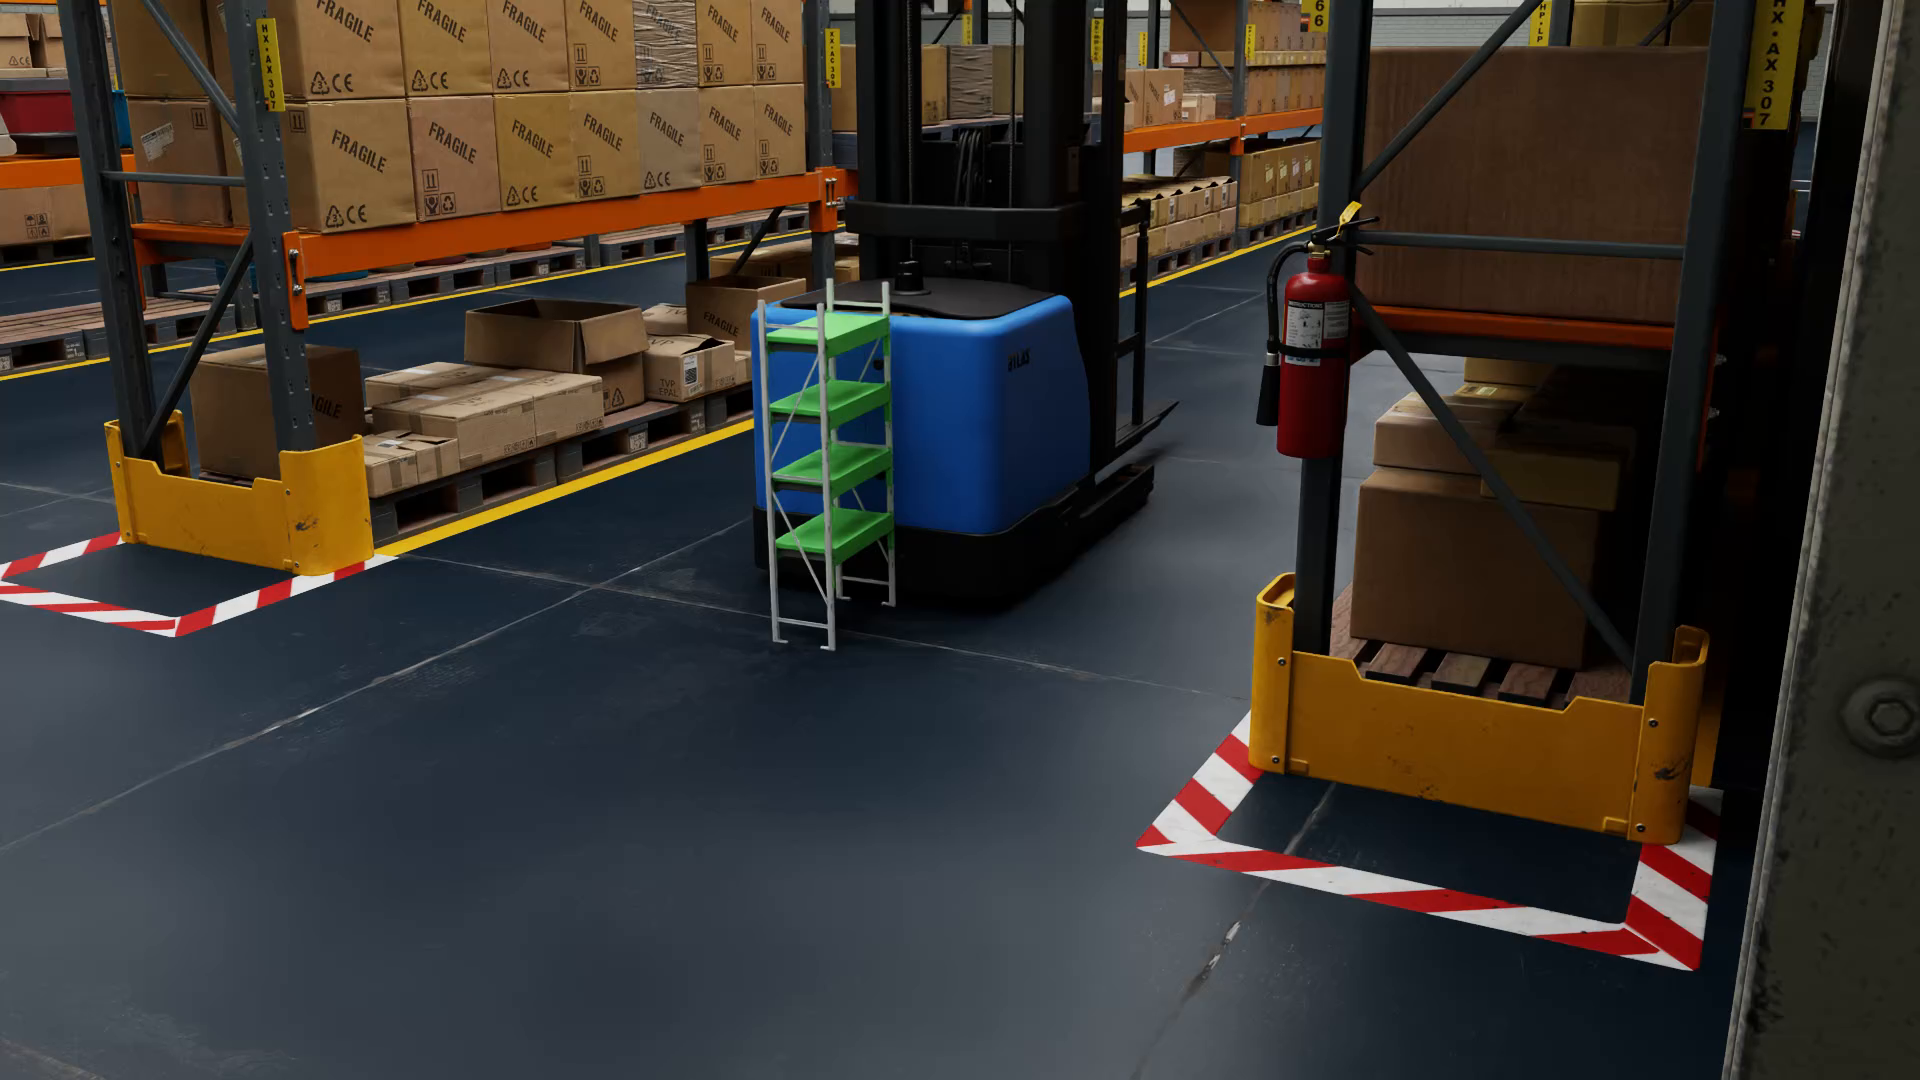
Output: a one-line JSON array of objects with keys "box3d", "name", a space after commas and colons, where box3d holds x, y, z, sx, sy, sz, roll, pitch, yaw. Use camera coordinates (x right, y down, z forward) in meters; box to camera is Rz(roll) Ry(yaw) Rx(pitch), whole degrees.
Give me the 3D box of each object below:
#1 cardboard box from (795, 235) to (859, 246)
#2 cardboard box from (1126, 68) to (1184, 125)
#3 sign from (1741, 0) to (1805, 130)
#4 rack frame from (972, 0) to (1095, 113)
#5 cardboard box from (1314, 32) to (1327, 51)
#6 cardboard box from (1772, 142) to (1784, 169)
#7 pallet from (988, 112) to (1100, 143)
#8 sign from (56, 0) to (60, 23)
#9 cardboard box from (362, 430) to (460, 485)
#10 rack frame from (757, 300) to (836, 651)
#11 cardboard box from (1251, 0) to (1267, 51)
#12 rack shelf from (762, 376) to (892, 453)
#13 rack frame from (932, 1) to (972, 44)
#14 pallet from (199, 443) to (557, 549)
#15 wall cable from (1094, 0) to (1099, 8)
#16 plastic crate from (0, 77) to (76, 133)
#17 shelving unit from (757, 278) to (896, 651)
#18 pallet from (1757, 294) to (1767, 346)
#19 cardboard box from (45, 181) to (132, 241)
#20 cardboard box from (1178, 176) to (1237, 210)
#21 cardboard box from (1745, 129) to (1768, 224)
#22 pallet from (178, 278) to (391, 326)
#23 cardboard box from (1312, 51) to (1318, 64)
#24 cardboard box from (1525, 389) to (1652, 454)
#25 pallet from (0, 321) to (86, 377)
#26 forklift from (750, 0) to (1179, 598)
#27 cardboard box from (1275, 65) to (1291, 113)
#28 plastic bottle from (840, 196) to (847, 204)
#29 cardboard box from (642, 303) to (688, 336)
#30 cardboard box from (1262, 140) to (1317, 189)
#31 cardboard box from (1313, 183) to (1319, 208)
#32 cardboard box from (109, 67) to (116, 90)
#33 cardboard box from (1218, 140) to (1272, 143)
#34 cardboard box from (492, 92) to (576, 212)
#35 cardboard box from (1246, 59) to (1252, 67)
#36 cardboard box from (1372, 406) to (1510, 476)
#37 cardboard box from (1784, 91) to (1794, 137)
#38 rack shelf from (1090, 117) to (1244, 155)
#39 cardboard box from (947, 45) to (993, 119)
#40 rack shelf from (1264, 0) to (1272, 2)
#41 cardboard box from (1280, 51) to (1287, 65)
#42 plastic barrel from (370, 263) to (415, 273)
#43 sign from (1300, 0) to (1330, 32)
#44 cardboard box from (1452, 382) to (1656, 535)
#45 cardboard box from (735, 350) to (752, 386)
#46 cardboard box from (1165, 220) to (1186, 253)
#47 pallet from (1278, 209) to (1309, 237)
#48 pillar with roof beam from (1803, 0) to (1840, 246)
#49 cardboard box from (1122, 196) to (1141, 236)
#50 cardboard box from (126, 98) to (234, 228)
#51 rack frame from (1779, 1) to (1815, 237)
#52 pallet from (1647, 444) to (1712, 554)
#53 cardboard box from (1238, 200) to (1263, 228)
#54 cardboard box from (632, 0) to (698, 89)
[{"box3d": [-0.801, -1.833, 11.546, 0.500, 0.500, 0.500, 8, 18, 26], "name": "cardboard box"}, {"box3d": [1.764, -4.164, 15.600, 0.500, 0.500, 0.500, 10, 19, 29], "name": "cardboard box"}, {"box3d": [1.922, -1.139, 3.930, 0.100, 0.325, 0.005, 8, 18, 25], "name": "sign"}, {"box3d": [0.570, -3.425, 13.287, 1.000, 3.000, 0.127, 8, 18, 25], "name": "rack frame"}, {"box3d": [3.901, -6.002, 19.508, 0.700, 0.500, 0.500, 8, 18, 26], "name": "cardboard box"}, {"box3d": [4.689, -2.301, 9.910, 0.380, 0.149, 0.250, 8, 18, 24], "name": "cardboard box"}, {"box3d": [0.330, -3.151, 12.703, 1.213, 0.211, 1.003, 8, 18, 25], "name": "pallet"}, {"box3d": [-3.492, -2.169, 6.471, 0.100, 0.325, 0.005, 8, 18, 25], "name": "sign"}, {"box3d": [-2.399, -0.366, 7.193, 0.380, 0.166, 0.250, 8, 18, 25], "name": "cardboard box"}, {"box3d": [-0.547, -0.204, 5.604, 0.240, 1.200, 0.015, 7, 19, 22], "name": "rack frame"}, {"box3d": [2.775, -5.356, 17.335, 0.700, 0.500, 0.500, 8, 18, 25], "name": "cardboard box"}, {"box3d": [-0.453, -0.441, 5.764, 0.258, 0.148, 0.480, 7, 19, 22], "name": "rack shelf"}, {"box3d": [-0.285, -6.094, 22.273, 1.000, 3.000, 0.127, 8, 18, 25], "name": "rack frame"}, {"box3d": [-2.615, -0.273, 7.573, 1.003, 0.211, 1.213, 8, 18, 25], "name": "pallet"}, {"box3d": [5.249, -20.070, 52.820, 2.305, 6.003, 0.169, 8, 18, 25], "name": "wall cable"}, {"box3d": [-6.270, -2.901, 11.306, 0.402, 0.464, 0.583, 8, 18, 25], "name": "plastic crate"}, {"box3d": [-0.451, -0.273, 5.818, 0.258, 1.200, 0.503, 7, 19, 22], "name": "shelving unit"}, {"box3d": [5.354, -1.658, 12.235, 1.003, 0.211, 1.213, 8, 18, 25], "name": "pallet"}, {"box3d": [-9.023, -3.470, 16.432, 1.225, 0.875, 0.875, 8, 18, 26], "name": "cardboard box"}, {"box3d": [2.433, -3.456, 16.499, 0.500, 0.311, 0.500, 8, 18, 25], "name": "cardboard box"}, {"box3d": [2.959, -1.784, 7.237, 0.980, 0.700, 0.700, 8, 19, 26], "name": "cardboard box"}, {"box3d": [-5.265, -1.892, 13.022, 1.003, 0.211, 1.213, 8, 18, 25], "name": "pallet"}, {"box3d": [3.914, -5.568, 19.187, 0.380, 0.149, 0.250, 8, 18, 25], "name": "cardboard box"}, {"box3d": [2.113, -0.398, 5.611, 0.380, 0.149, 0.250, 8, 18, 26], "name": "cardboard box"}, {"box3d": [-6.485, -1.196, 10.681, 1.003, 0.211, 1.213, 8, 18, 25], "name": "pallet"}, {"box3d": [0.244, -1.569, 7.158, 1.130, 2.935, 3.031, 7, 18, 22], "name": "forklift"}, {"box3d": [3.235, -4.999, 18.410, 0.700, 0.500, 0.500, 9, 19, 27], "name": "cardboard box"}, {"box3d": [-1.418, -4.091, 19.542, 0.152, 0.276, 0.135, 9, 19, 27], "name": "plastic bottle"}, {"box3d": [-1.599, -1.249, 9.909, 0.500, 0.311, 0.500, 8, 18, 25], "name": "cardboard box"}, {"box3d": [3.737, -4.274, 18.921, 0.500, 0.500, 0.500, 8, 18, 25], "name": "cardboard box"}, {"box3d": [3.957, -4.043, 19.459, 0.500, 0.250, 0.500, 8, 18, 25], "name": "cardboard box"}, {"box3d": [-8.518, -4.451, 16.565, 0.500, 0.500, 0.500, 8, 18, 25], "name": "cardboard box"}, {"box3d": [3.272, -4.340, 19.144, 0.500, 0.500, 0.500, 8, 18, 25], "name": "cardboard box"}, {"box3d": [-2.118, -1.774, 7.553, 0.500, 0.500, 0.500, 8, 18, 25], "name": "cardboard box"}, {"box3d": [2.763, -4.910, 16.973, 0.380, 0.149, 0.250, 8, 18, 26], "name": "cardboard box"}, {"box3d": [1.546, -0.319, 5.343, 0.380, 0.149, 0.250, 8, 18, 25], "name": "cardboard box"}, {"box3d": [5.028, -2.842, 10.591, 0.500, 0.500, 0.500, 8, 18, 26], "name": "cardboard box"}, {"box3d": [1.464, -3.589, 15.104, 1.077, 0.370, 4.000, 8, 18, 25], "name": "rack shelf"}, {"box3d": [-0.190, -3.291, 11.922, 0.700, 0.500, 0.500, 12, 21, 36], "name": "cardboard box"}, {"box3d": [3.251, -6.046, 18.108, 1.077, 0.370, 4.000, 8, 18, 25], "name": "rack shelf"}, {"box3d": [3.340, -5.241, 18.088, 0.380, 0.149, 0.250, 8, 18, 25], "name": "cardboard box"}, {"box3d": [-4.740, -2.495, 13.788, 0.421, 0.512, 0.421, 0, 17, 0], "name": "plastic barrel"}, {"box3d": [0.949, -1.499, 4.353, 0.100, 0.325, 0.005, 8, 18, 25], "name": "sign"}, {"box3d": [2.331, -0.344, 6.568, 0.700, 0.500, 0.500, 9, 19, 27], "name": "cardboard box"}, {"box3d": [-1.332, -0.966, 9.242, 0.380, 0.149, 0.250, 8, 18, 25], "name": "cardboard box"}, {"box3d": [1.747, -2.796, 15.261, 0.500, 0.250, 0.500, 9, 19, 26], "name": "cardboard box"}, {"box3d": [3.294, -3.616, 18.828, 1.003, 0.211, 1.213, 8, 18, 25], "name": "pallet"}, {"box3d": [5.188, -7.968, 18.048, 9.100, 9.000, 0.400, 8, 18, 25], "name": "pillar with roof beam"}, {"box3d": [1.294, -2.808, 14.316, 0.500, 0.311, 0.500, 8, 18, 24], "name": "cardboard box"}, {"box3d": [-3.048, -1.584, 6.913, 0.500, 0.500, 0.500, 9, 19, 27], "name": "cardboard box"}, {"box3d": [8.578, -4.833, 18.029, 1.000, 3.000, 0.127, 8, 18, 25], "name": "rack frame"}, {"box3d": [2.806, -0.256, 7.516, 1.003, 0.211, 1.213, 8, 18, 25], "name": "pallet"}, {"box3d": [2.836, -3.406, 17.317, 0.500, 0.250, 0.500, 8, 18, 25], "name": "cardboard box"}, {"box3d": [-1.664, -2.512, 8.283, 0.500, 0.500, 0.500, 8, 18, 26], "name": "cardboard box"}]
